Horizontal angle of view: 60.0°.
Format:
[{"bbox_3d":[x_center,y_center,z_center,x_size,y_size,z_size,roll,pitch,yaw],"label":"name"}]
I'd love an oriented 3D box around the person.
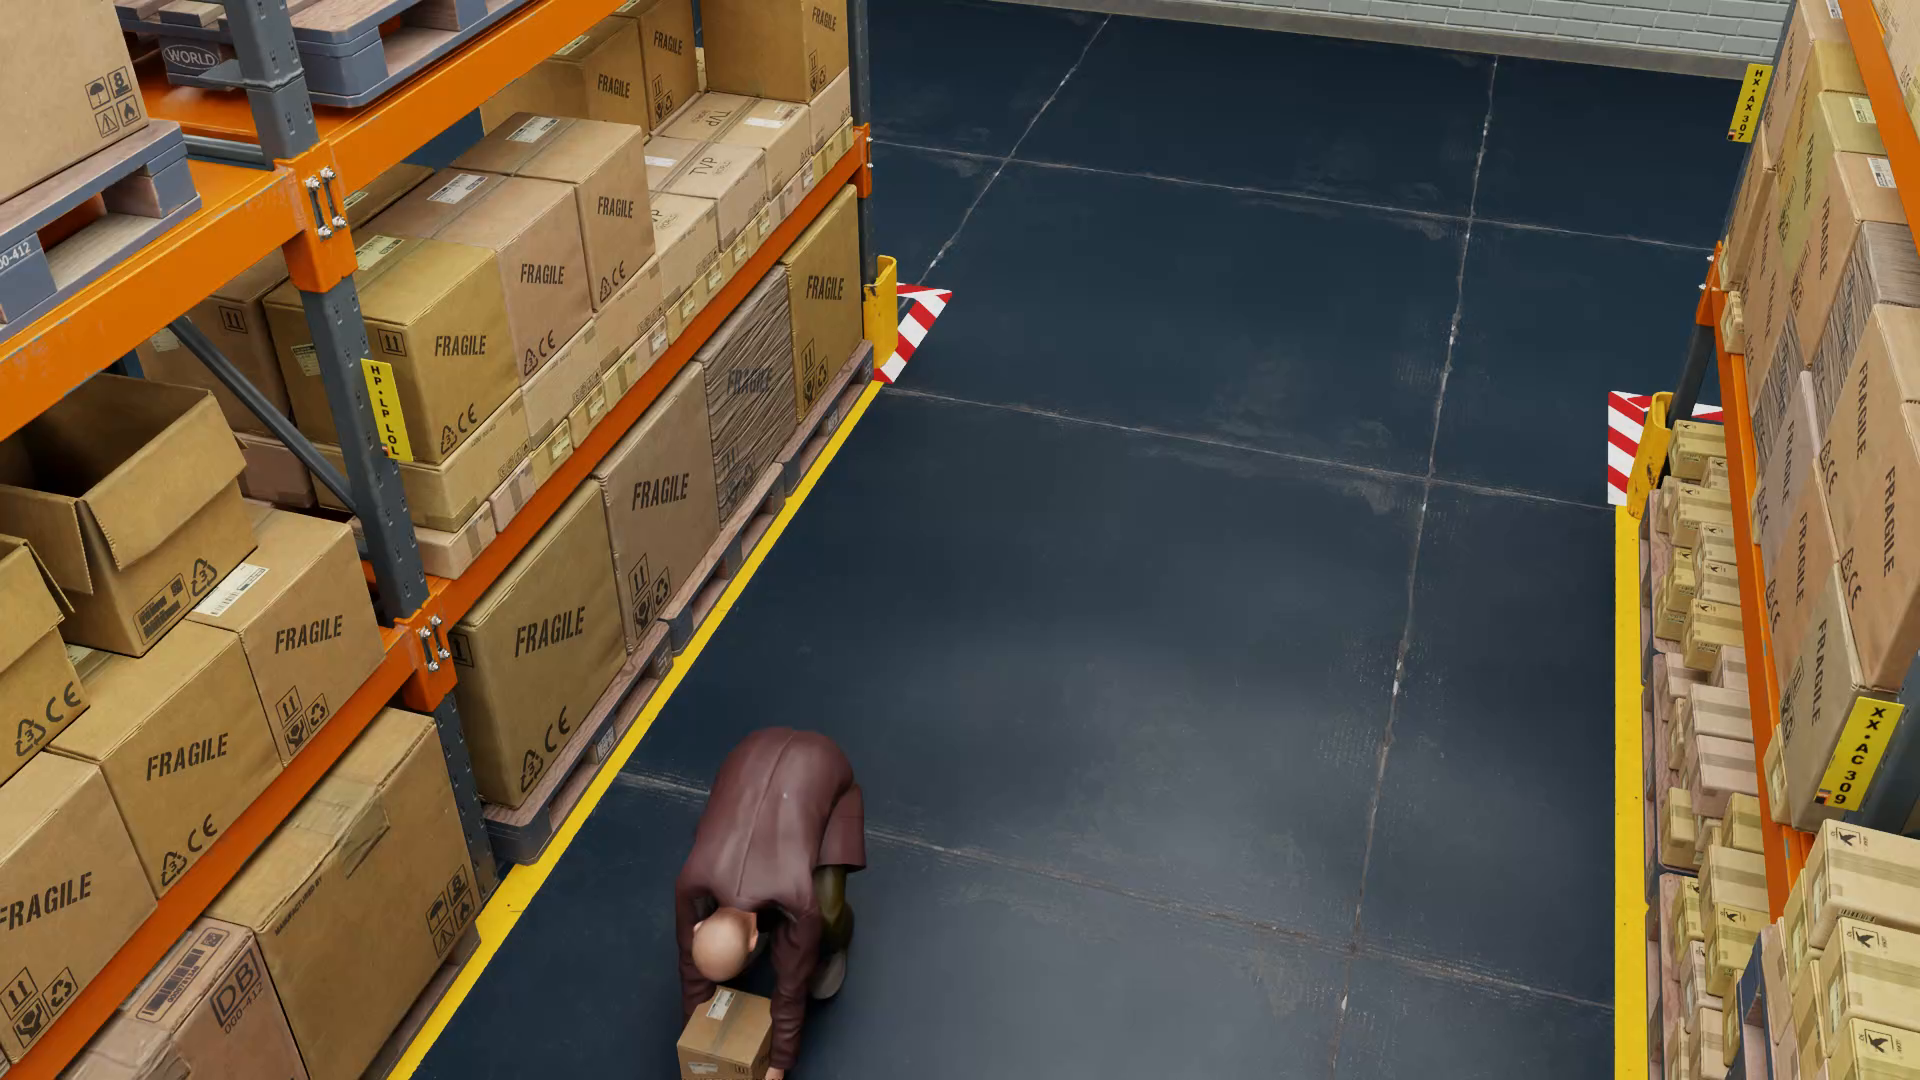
[{"bbox_3d":[-0.617,1.154,5.344,0.595,0.923,0.950,9,38,12],"label":"person"}]
